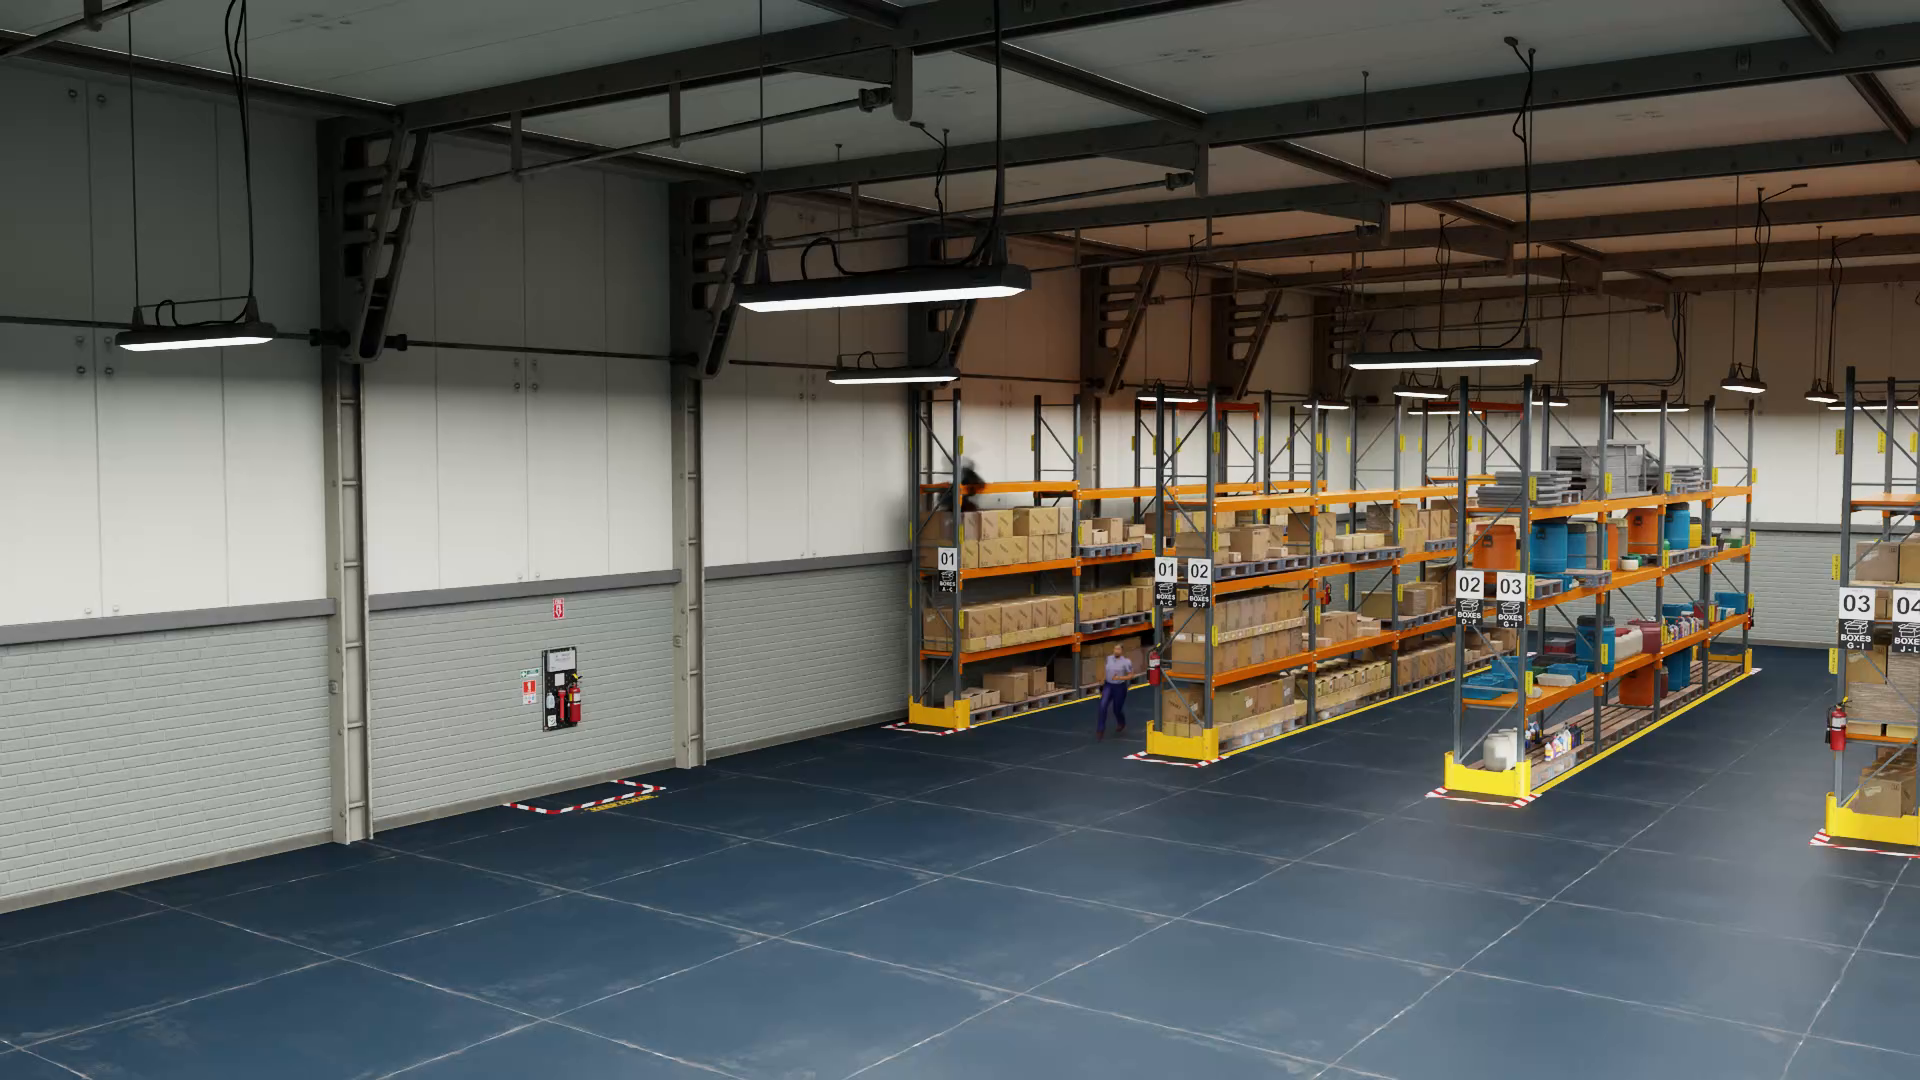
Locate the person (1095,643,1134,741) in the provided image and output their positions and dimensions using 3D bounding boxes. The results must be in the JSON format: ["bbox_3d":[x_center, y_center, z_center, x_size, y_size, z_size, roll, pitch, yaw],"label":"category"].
[{"bbox_3d":[2.685,2.575,28.469,0.636,1.636,0.903,2,4,28],"label":"person"}]
